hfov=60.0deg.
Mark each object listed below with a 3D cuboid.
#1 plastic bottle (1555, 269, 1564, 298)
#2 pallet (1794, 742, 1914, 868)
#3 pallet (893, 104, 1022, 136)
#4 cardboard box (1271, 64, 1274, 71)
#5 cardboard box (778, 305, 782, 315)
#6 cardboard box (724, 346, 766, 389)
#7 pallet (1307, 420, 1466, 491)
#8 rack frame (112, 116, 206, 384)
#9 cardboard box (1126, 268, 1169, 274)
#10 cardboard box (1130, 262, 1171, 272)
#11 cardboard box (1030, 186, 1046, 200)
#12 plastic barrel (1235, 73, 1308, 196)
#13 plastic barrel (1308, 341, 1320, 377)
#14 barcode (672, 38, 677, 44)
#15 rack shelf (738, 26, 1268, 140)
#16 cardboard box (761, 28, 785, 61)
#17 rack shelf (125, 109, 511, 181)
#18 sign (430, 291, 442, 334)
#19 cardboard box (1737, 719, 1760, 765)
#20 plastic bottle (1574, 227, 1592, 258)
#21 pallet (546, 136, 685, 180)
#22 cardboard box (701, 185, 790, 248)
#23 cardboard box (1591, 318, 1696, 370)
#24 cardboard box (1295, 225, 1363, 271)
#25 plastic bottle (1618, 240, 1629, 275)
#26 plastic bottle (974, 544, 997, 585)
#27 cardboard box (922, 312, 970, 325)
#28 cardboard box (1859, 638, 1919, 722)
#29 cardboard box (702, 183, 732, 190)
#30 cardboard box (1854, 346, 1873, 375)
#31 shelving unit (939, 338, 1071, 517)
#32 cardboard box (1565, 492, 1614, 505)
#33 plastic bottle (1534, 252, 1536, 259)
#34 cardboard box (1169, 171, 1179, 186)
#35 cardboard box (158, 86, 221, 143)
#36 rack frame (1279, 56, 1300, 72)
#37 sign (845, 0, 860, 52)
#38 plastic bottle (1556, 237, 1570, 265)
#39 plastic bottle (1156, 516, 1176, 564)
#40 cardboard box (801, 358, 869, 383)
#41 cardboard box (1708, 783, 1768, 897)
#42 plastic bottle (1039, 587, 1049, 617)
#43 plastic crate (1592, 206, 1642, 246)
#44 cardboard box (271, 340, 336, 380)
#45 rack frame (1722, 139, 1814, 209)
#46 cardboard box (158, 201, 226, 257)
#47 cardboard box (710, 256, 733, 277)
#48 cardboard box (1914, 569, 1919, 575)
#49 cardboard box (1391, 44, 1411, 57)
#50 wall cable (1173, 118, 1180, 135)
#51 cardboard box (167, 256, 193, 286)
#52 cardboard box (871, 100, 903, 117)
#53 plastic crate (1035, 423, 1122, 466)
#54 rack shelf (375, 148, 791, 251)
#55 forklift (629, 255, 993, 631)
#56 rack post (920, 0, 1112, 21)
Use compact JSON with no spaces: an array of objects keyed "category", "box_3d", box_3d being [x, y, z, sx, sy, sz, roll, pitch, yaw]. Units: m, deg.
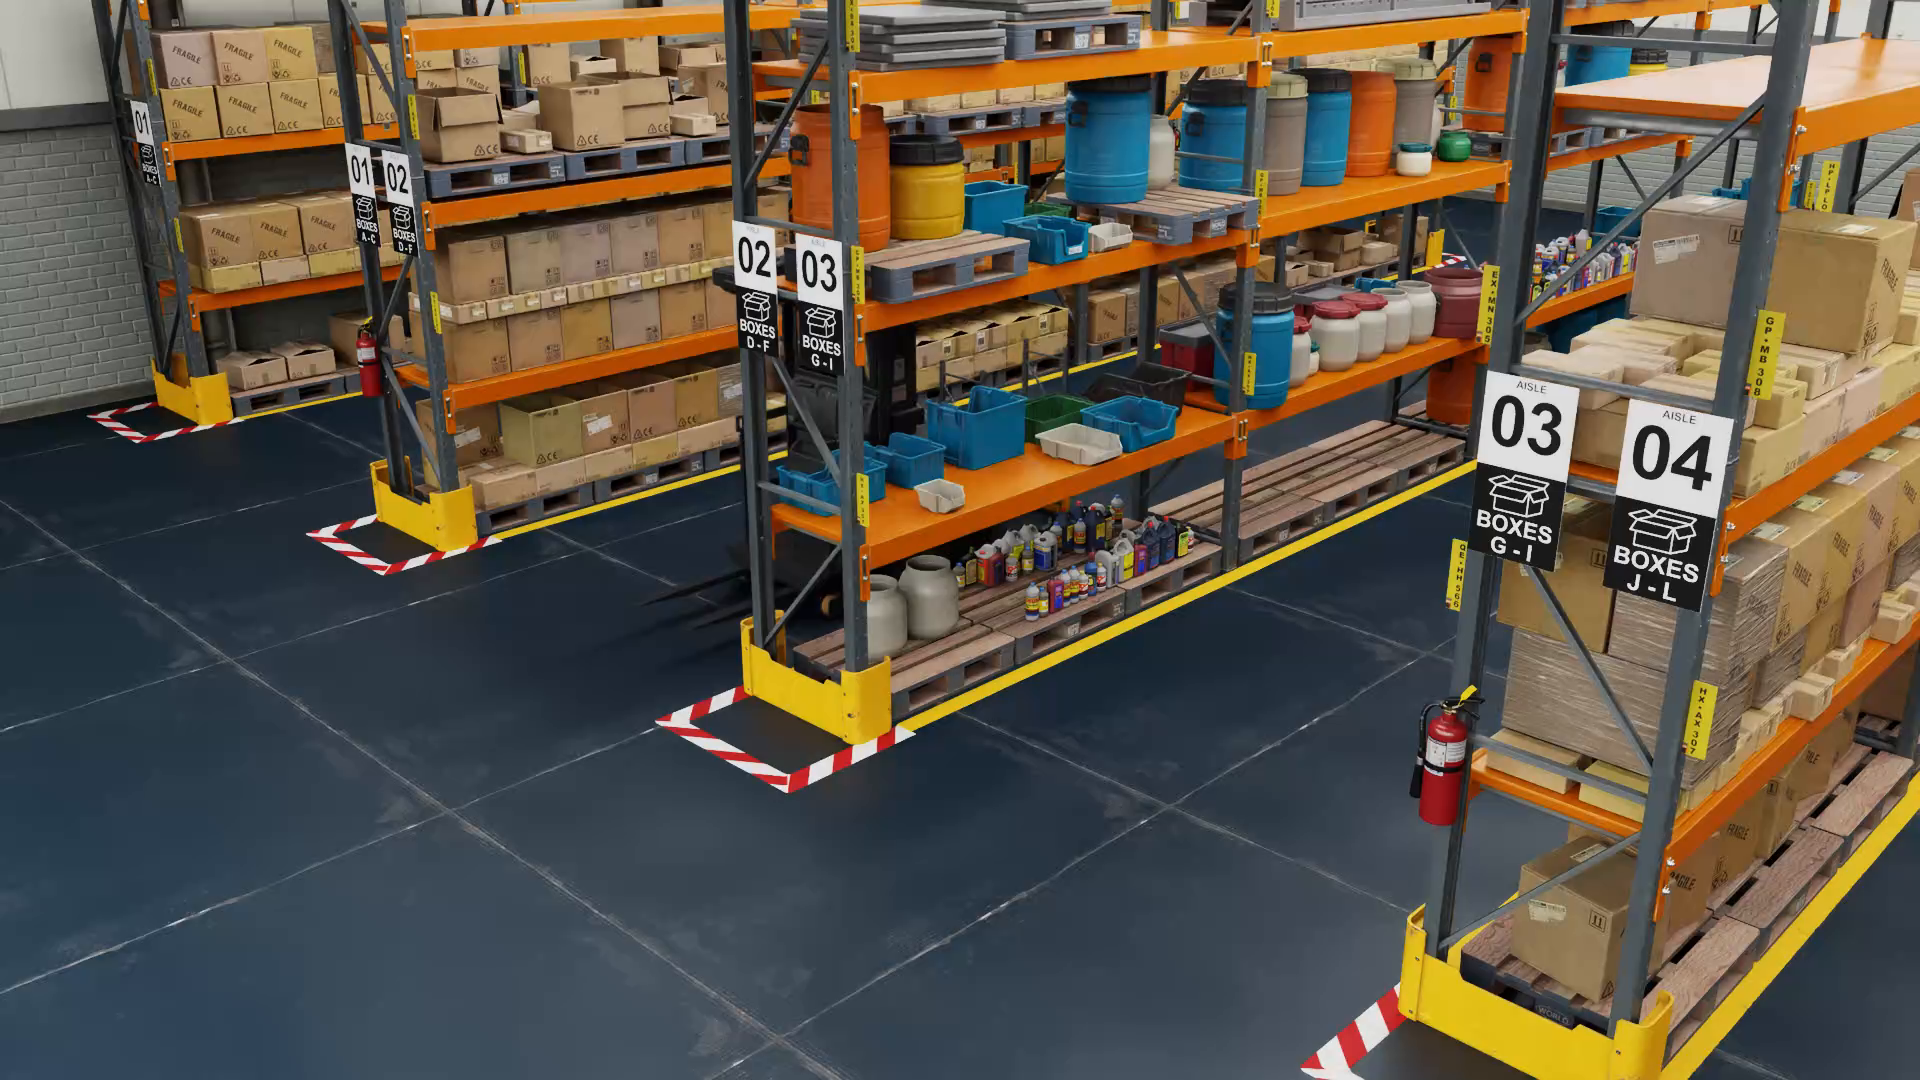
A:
[{"category":"plastic bottle","box_3d":[5.979,-2.567,16.597,0.061,0.283,0.133,19,28,41]},{"category":"pallet","box_3d":[4.922,1.445,9.882,1.003,0.211,1.213,19,28,41]},{"category":"pallet","box_3d":[-0.127,-4.373,17.216,1.213,0.211,1.003,-19,28,-40]},{"category":"cardboard box","box_3d":[3.999,-6.096,21.644,0.500,0.250,0.500,19,28,41]},{"category":"cardboard box","box_3d":[-2.035,-2.449,15.988,0.700,0.500,0.500,18,28,39]},{"category":"cardboard box","box_3d":[-2.278,-1.740,16.484,0.500,0.500,0.500,19,28,41]},{"category":"pallet","box_3d":[4.039,-0.814,15.761,1.003,0.211,1.213,19,28,41]},{"category":"rack frame","box_3d":[-8.072,-2.729,16.855,1.000,3.000,0.127,19,28,41]},{"category":"cardboard box","box_3d":[2.268,-3.153,20.831,0.500,0.500,0.500,18,27,39]},{"category":"cardboard box","box_3d":[2.292,-3.514,20.722,0.500,0.250,0.500,19,28,40]},{"category":"cardboard box","box_3d":[1.264,-5.354,25.680,0.250,0.149,0.380,-19,28,-40]},{"category":"plastic barrel","box_3d":[2.472,-3.265,13.369,0.600,0.901,0.600,0,21,0]},{"category":"plastic barrel","box_3d":[2.850,-1.515,13.889,0.301,0.262,0.301,0,21,0]},{"category":"barcode","box_3d":[-3.630,-6.348,21.142,0.001,0.075,0.075,19,28,41]},{"category":"rack shelf","box_3d":[0.421,-3.041,10.866,1.077,0.370,4.000,19,28,41]},{"category":"cardboard box","box_3d":[-2.201,-6.574,21.926,0.700,0.500,0.500,17,27,37]},{"category":"rack shelf","box_3d":[-6.677,-4.307,17.783,1.077,0.370,4.000,19,28,41]},{"category":"sign","box_3d":[-4.127,-1.790,13.097,0.100,0.325,0.005,19,28,41]},{"category":"cardboard box","box_3d":[3.477,0.905,7.752,0.380,0.149,0.250,19,28,41]},{"category":"plastic bottle","box_3d":[6.891,-3.291,18.386,0.144,0.351,0.185,19,28,41]},{"category":"pallet","box_3d":[-3.157,-3.339,14.385,1.003,0.211,1.213,19,28,41]},{"category":"cardboard box","box_3d":[-2.035,-3.055,15.755,0.700,0.500,0.500,19,28,41]},{"category":"cardboard box","box_3d":[3.081,-0.881,7.520,0.380,0.149,0.250,19,28,41]},{"category":"cardboard box","box_3d":[5.158,-4.099,23.286,0.797,0.503,0.637,19,28,41]},{"category":"plastic bottle","box_3d":[6.990,-2.993,17.610,0.144,0.351,0.185,19,28,41]},{"category":"plastic bottle","box_3d":[0.189,0.177,12.478,0.152,0.276,0.135,20,28,41]},{"category":"cardboard box","box_3d":[-0.233,-2.392,18.444,0.500,0.311,0.500,18,28,39]},{"category":"cardboard box","box_3d":[5.809,0.771,10.620,0.700,0.500,0.500,17,27,37]},{"category":"cardboard box","box_3d":[-3.183,-4.763,21.396,0.700,0.500,0.500,16,26,36]},{"category":"cardboard box","box_3d":[3.864,-0.864,7.477,0.380,0.149,0.250,18,27,38]},{"category":"shelving unit","box_3d":[0.380,-0.840,14.031,0.587,1.500,1.083,19,28,41]},{"category":"cardboard box","box_3d":[3.126,0.005,7.795,0.500,0.500,0.500,19,28,41]},{"category":"plastic bottle","box_3d":[5.994,-2.955,17.615,0.152,0.276,0.135,19,28,41]},{"category":"cardboard box","box_3d":[2.194,-4.166,19.870,0.500,0.500,0.700,-14,25,-32]},{"category":"cardboard box","box_3d":[-7.660,-4.208,16.356,0.500,0.500,0.500,-19,28,-41]},{"category":"rack frame","box_3d":[3.851,-7.375,20.581,1.000,3.000,0.127,19,28,41]},{"category":"sign","box_3d":[-0.583,-2.813,9.004,0.100,0.325,0.005,19,28,41]},{"category":"plastic bottle","box_3d":[6.546,-3.158,18.145,0.152,0.276,0.135,19,28,41]},{"category":"plastic bottle","box_3d":[1.574,-0.009,12.857,0.144,0.351,0.185,18,28,39]},{"category":"cardboard box","box_3d":[-1.263,-1.736,16.738,0.500,0.311,0.500,19,28,41]},{"category":"cardboard box","box_3d":[3.865,1.487,8.787,0.500,0.500,0.500,-17,27,-37]},{"category":"plastic bottle","box_3d":[0.586,0.437,11.906,0.097,0.201,0.097,0,21,0]},{"category":"plastic crate","box_3d":[7.479,-3.560,18.955,0.392,0.384,0.575,19,28,41]},{"category":"cardboard box","box_3d":[-7.127,-1.981,18.044,0.500,0.311,0.500,-17,27,-38]},{"category":"rack frame","box_3d":[10.188,-4.362,21.104,1.000,3.000,0.127,19,28,41]},{"category":"cardboard box","box_3d":[-7.896,-3.192,17.197,0.500,0.500,0.500,19,28,40]},{"category":"cardboard box","box_3d":[-2.303,-2.545,15.334,0.380,0.149,0.250,19,28,41]},{"category":"cardboard box","box_3d":[5.426,0.208,9.563,0.380,0.149,0.250,19,28,41]},{"category":"cardboard box","box_3d":[5.765,-6.714,22.555,0.500,0.250,0.500,19,28,41]},{"category":"wall cable","box_3d":[3.305,-7.882,28.845,0.084,1.984,1.851,19,28,41]},{"category":"cardboard box","box_3d":[-7.885,-2.837,17.317,0.500,0.250,0.500,-20,28,-41]},{"category":"cardboard box","box_3d":[-0.912,-4.342,16.495,0.500,0.250,0.500,16,26,36]},{"category":"plastic crate","box_3d":[0.865,-0.673,11.875,0.530,0.136,0.437,19,28,41]},{"category":"rack shelf","box_3d":[-3.125,-3.068,14.560,1.077,0.370,4.000,19,28,41]},{"category":"forklift","box_3d":[-1.116,-0.998,12.447,1.130,2.935,3.031,19,28,41]},{"category":"rack post","box_3d":[0.355,-3.520,10.657,0.937,0.300,0.954,19,28,40]}]
